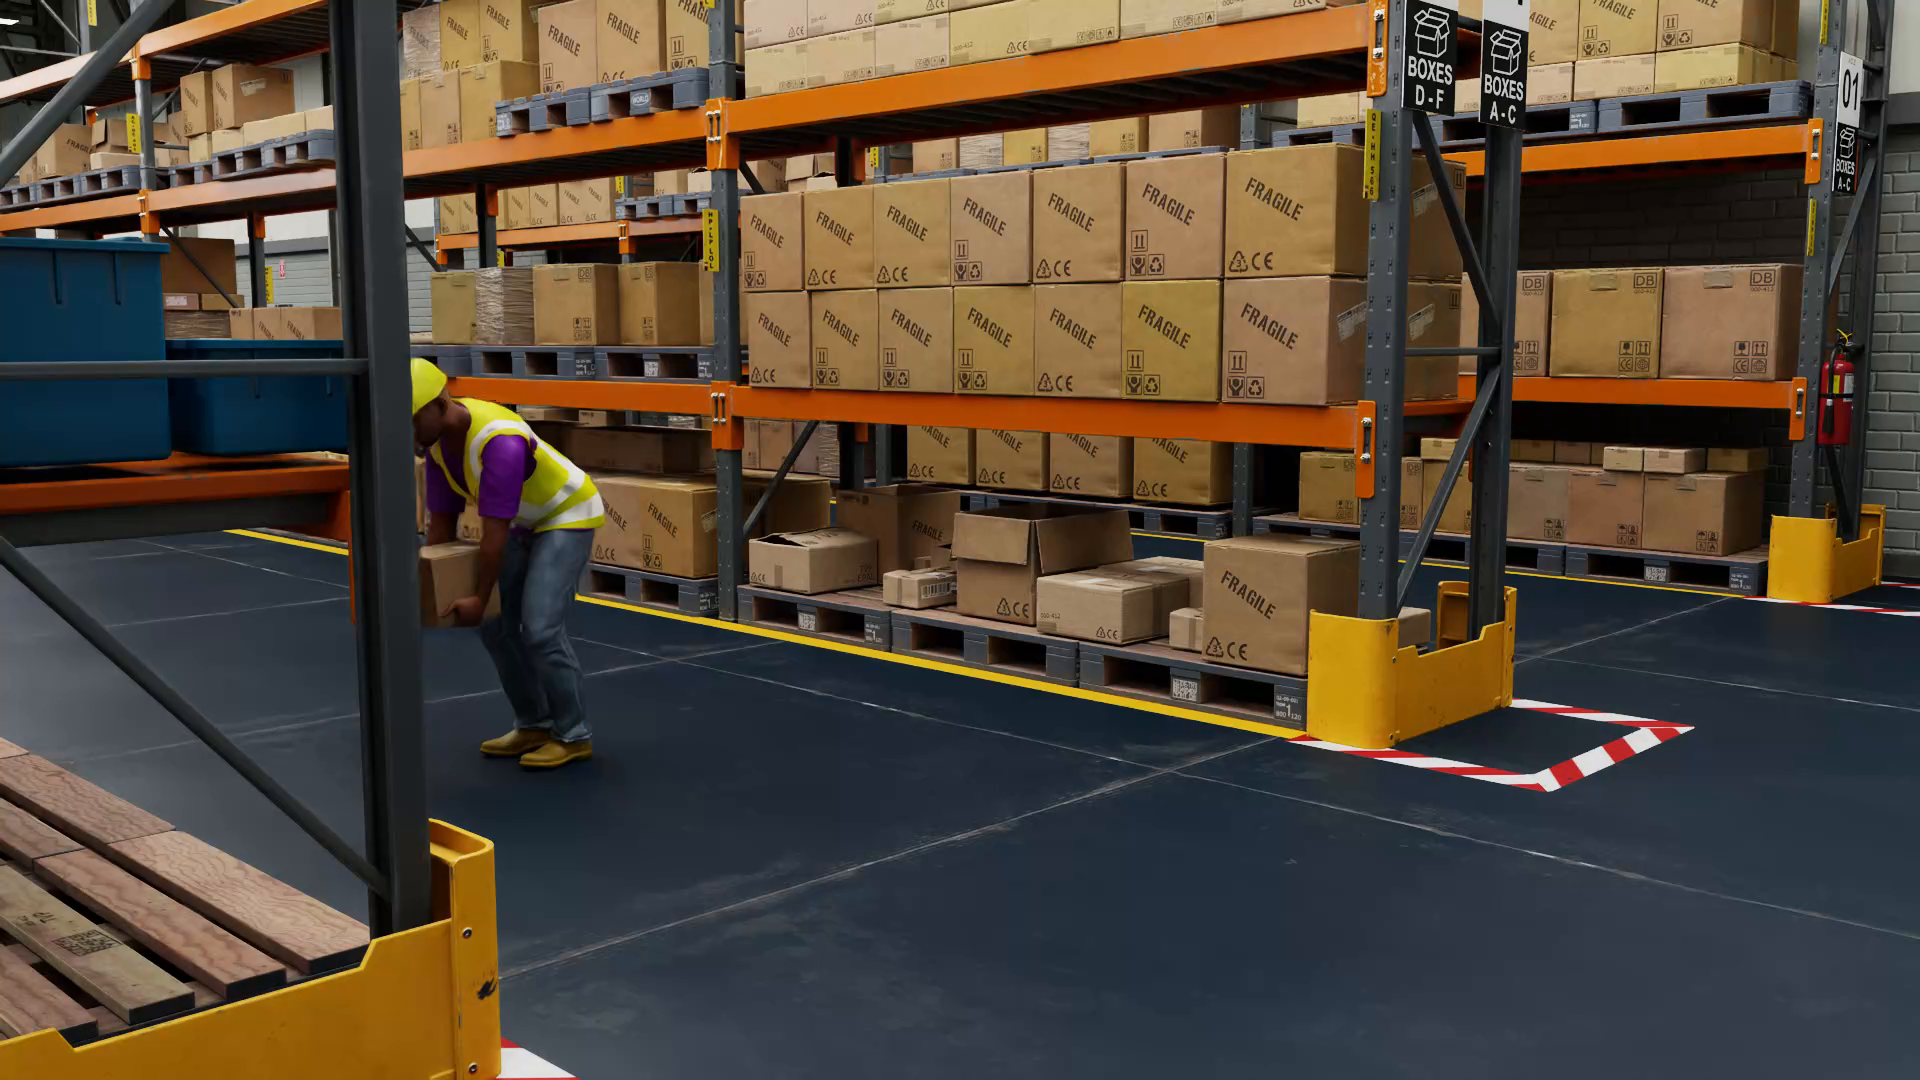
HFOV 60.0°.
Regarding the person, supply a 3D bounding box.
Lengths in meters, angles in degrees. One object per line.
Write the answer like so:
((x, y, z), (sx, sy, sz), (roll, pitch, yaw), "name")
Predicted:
((-1.684, 0.089, 6.027), (0.488, 1.497, 0.832), (6, 9, 42), "person")
